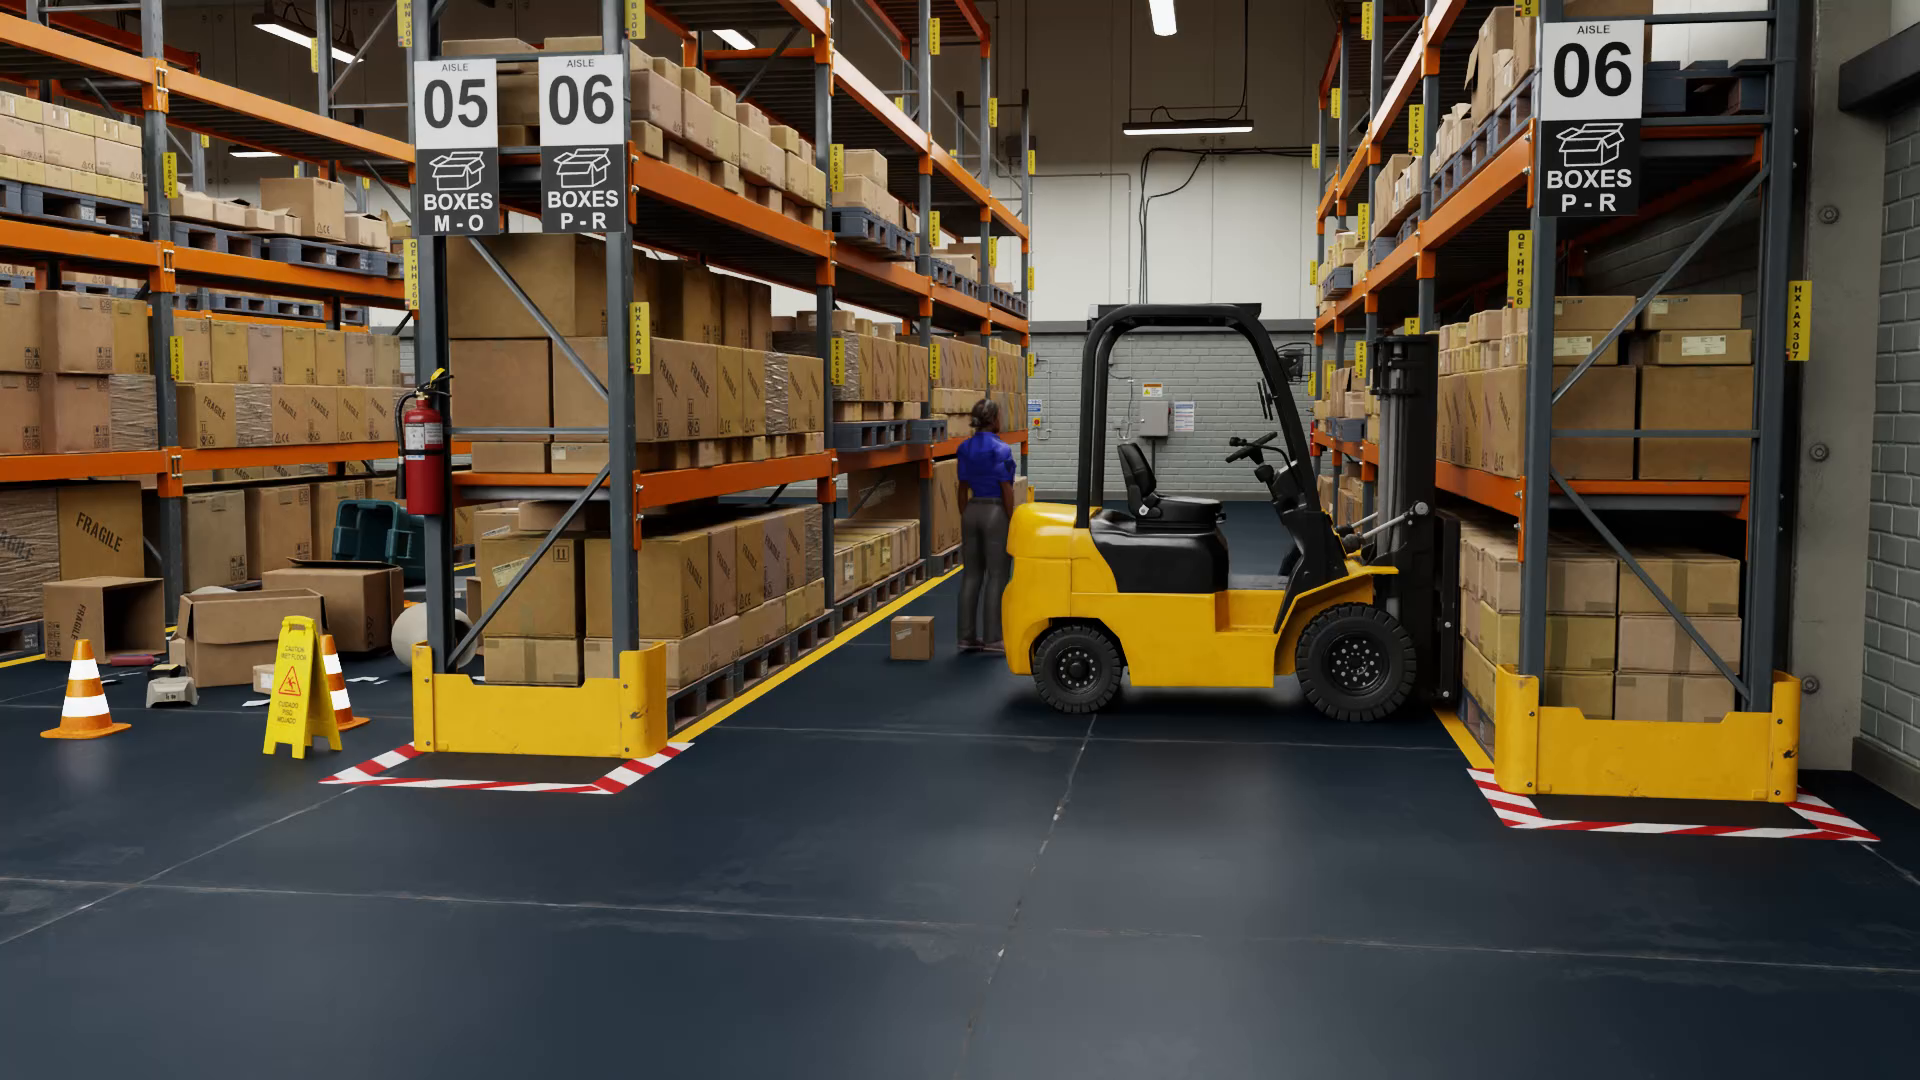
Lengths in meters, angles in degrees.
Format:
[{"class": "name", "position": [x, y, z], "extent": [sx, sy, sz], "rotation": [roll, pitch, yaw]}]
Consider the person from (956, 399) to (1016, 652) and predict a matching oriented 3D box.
[{"class": "person", "position": [0.201, -0.093, 10.899], "extent": [0.507, 1.658, 0.297], "rotation": [4, 6, 41]}]
